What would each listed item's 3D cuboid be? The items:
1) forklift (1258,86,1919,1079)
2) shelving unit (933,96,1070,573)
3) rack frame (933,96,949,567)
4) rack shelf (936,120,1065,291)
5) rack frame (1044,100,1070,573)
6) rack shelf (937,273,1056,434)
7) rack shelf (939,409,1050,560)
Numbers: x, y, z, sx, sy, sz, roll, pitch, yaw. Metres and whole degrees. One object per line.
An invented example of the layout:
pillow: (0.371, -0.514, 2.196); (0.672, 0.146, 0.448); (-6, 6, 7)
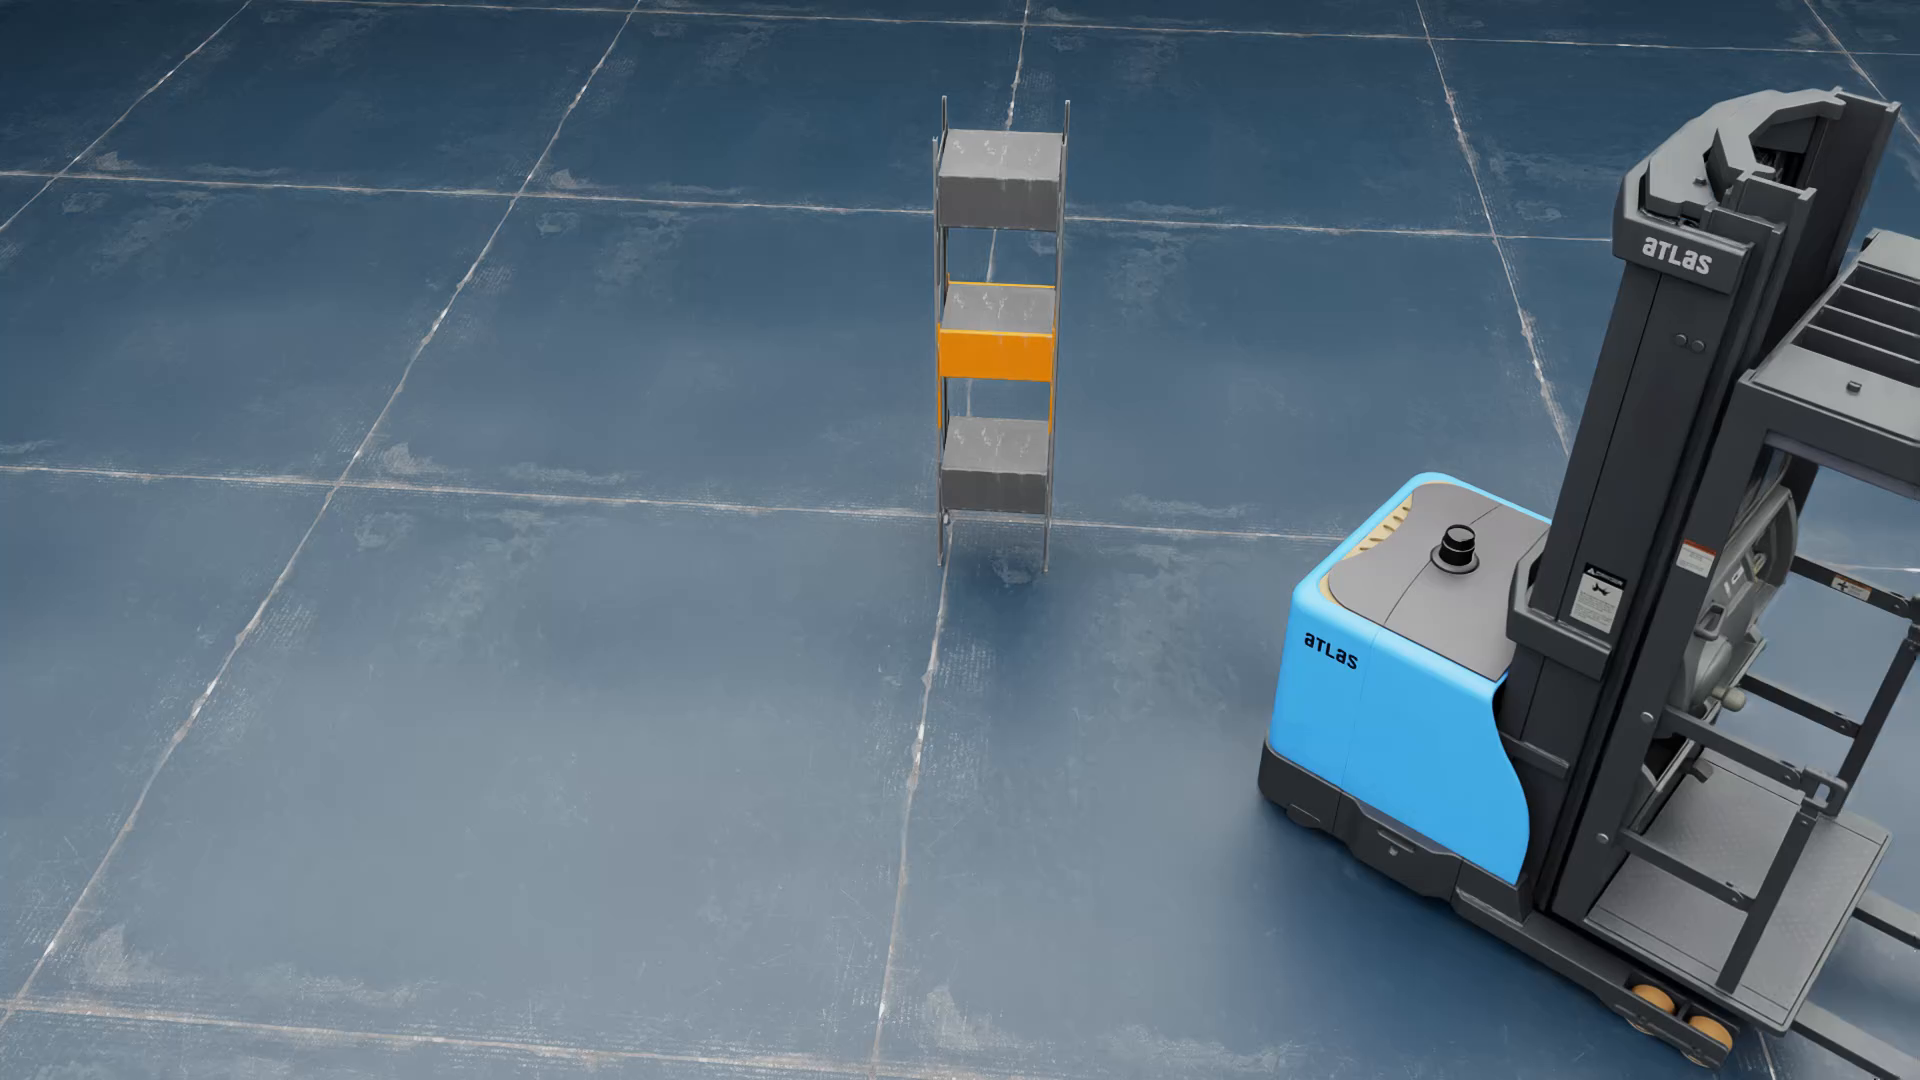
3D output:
forklift: (2.605, 0.248, 5.124); (3.031, 2.935, 1.130); (28, 47, 30)
shelving unit: (0.165, -0.805, 7.076); (0.503, 2.100, 0.431); (3, 39, 4)
rack frame: (-0.078, -0.819, 7.092); (0.015, 2.100, 0.400); (3, 39, 4)
rack shelf: (0.165, -1.338, 6.643); (0.480, 0.518, 0.431); (3, 39, 4)
rack frame: (0.408, -0.792, 7.060); (0.015, 2.100, 0.400); (3, 39, 4)
rack shelf: (0.165, -0.795, 7.085); (0.480, 0.518, 0.431); (3, 39, 4)
rack shelf: (0.165, -0.252, 7.527); (0.480, 0.518, 0.431); (3, 39, 4)
